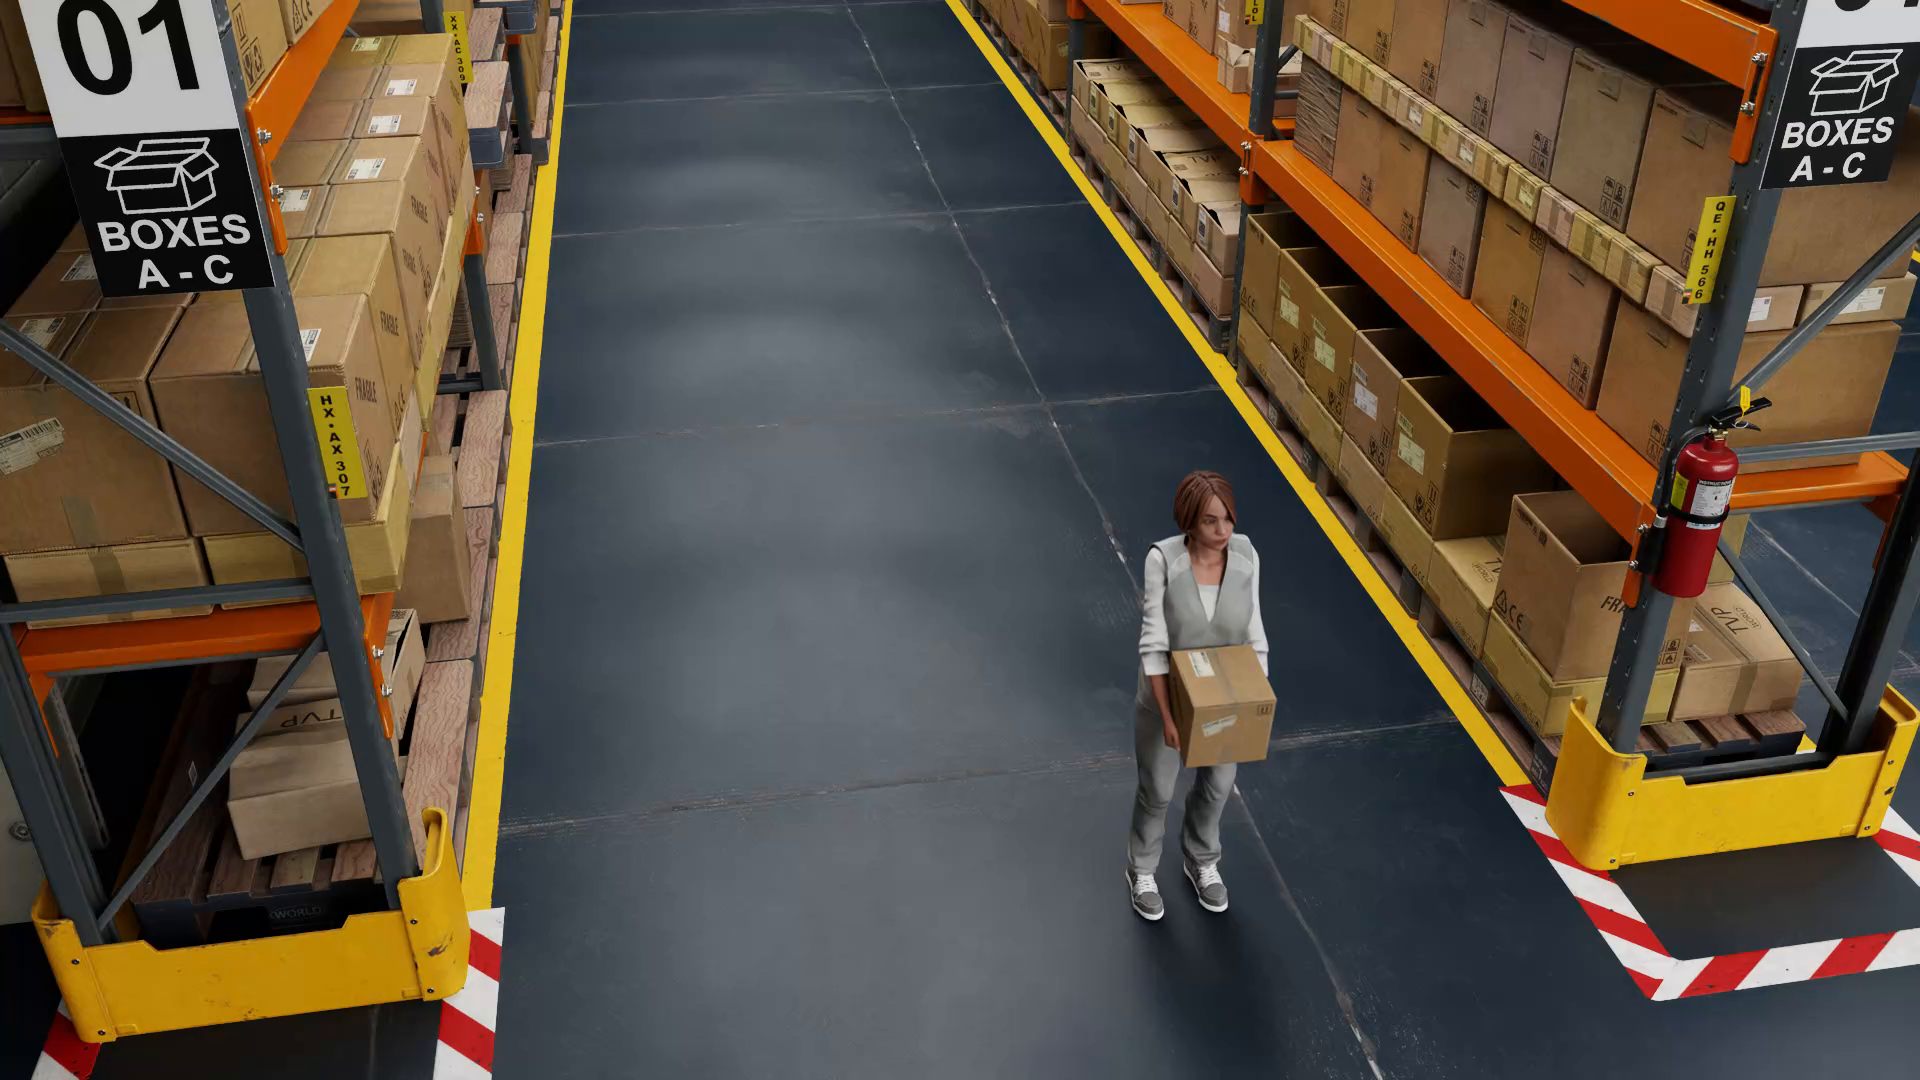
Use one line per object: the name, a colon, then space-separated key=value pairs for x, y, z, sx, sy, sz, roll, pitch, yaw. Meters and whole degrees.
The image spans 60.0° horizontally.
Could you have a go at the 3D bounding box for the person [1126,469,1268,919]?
person: x=0.752 y=0.551 z=5.236 sx=0.405 sy=1.589 sz=0.489 roll=-5 pitch=31 yaw=-8
